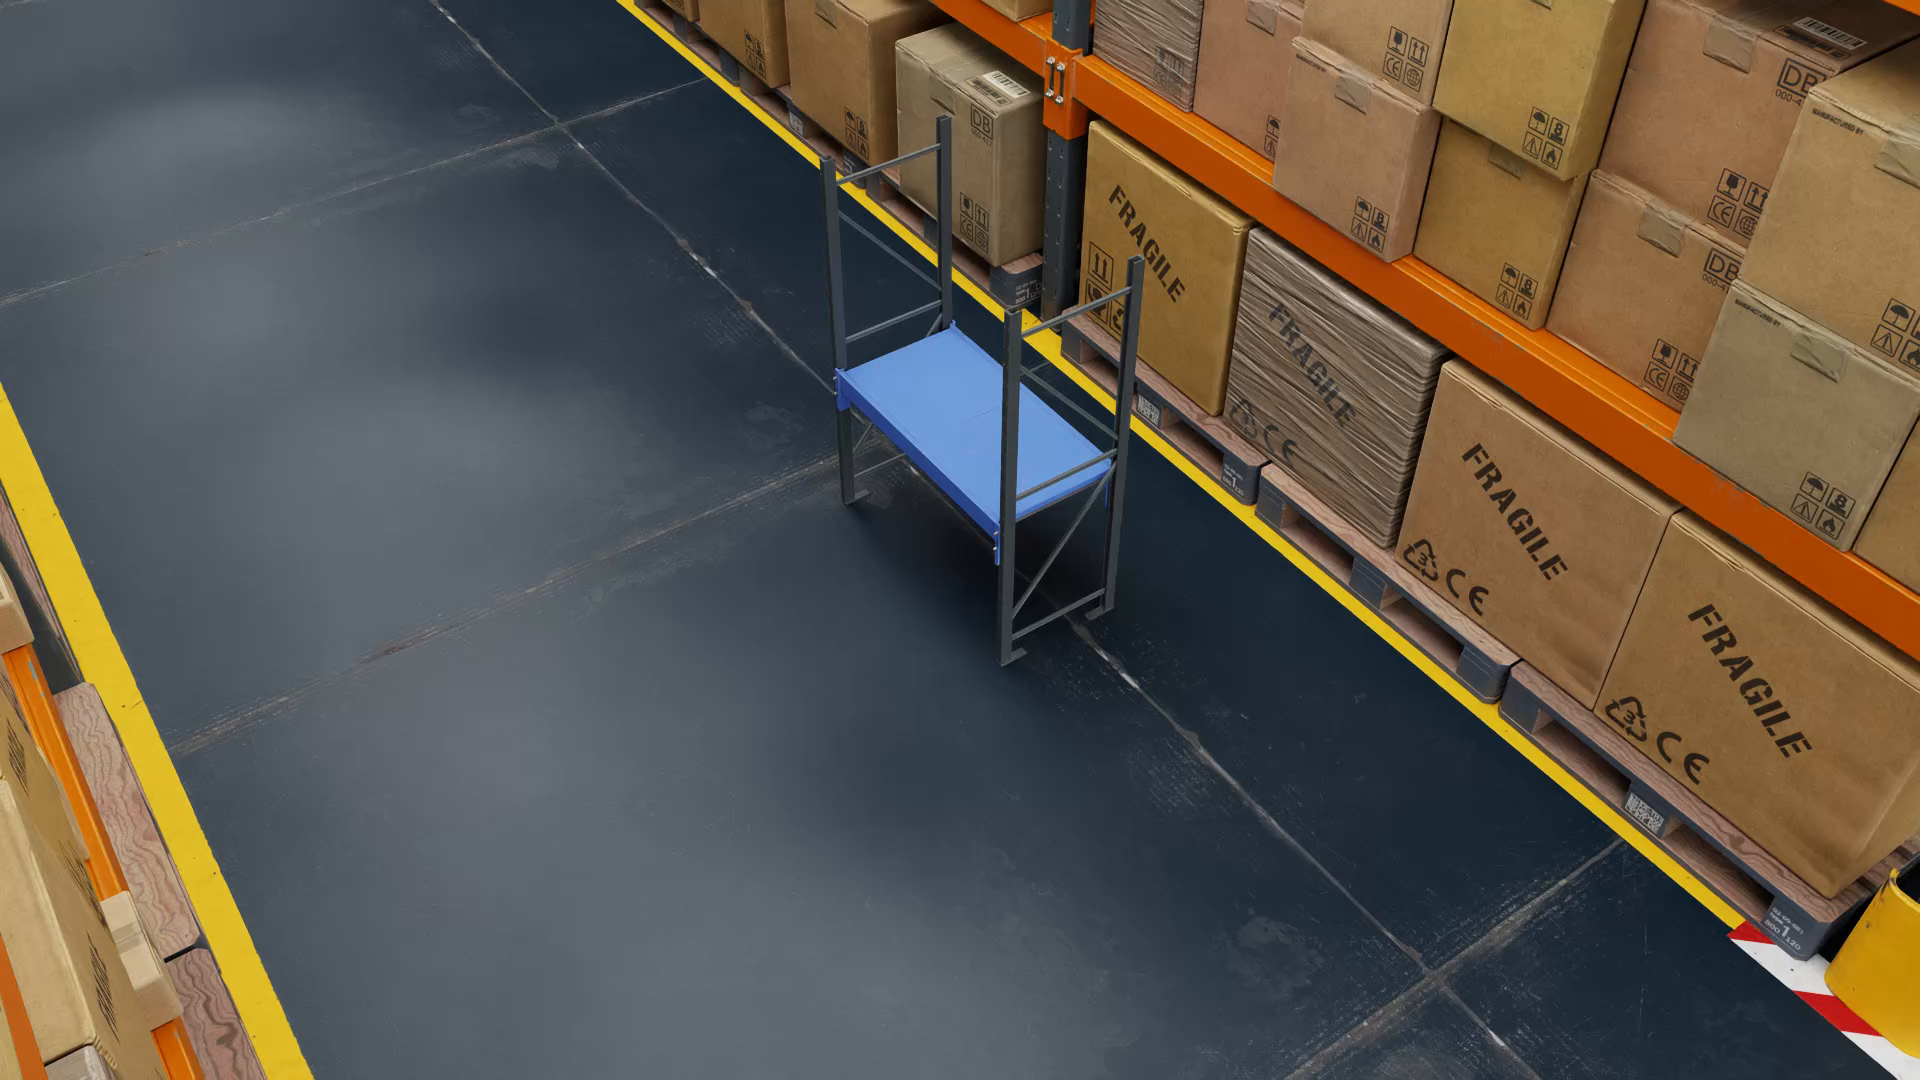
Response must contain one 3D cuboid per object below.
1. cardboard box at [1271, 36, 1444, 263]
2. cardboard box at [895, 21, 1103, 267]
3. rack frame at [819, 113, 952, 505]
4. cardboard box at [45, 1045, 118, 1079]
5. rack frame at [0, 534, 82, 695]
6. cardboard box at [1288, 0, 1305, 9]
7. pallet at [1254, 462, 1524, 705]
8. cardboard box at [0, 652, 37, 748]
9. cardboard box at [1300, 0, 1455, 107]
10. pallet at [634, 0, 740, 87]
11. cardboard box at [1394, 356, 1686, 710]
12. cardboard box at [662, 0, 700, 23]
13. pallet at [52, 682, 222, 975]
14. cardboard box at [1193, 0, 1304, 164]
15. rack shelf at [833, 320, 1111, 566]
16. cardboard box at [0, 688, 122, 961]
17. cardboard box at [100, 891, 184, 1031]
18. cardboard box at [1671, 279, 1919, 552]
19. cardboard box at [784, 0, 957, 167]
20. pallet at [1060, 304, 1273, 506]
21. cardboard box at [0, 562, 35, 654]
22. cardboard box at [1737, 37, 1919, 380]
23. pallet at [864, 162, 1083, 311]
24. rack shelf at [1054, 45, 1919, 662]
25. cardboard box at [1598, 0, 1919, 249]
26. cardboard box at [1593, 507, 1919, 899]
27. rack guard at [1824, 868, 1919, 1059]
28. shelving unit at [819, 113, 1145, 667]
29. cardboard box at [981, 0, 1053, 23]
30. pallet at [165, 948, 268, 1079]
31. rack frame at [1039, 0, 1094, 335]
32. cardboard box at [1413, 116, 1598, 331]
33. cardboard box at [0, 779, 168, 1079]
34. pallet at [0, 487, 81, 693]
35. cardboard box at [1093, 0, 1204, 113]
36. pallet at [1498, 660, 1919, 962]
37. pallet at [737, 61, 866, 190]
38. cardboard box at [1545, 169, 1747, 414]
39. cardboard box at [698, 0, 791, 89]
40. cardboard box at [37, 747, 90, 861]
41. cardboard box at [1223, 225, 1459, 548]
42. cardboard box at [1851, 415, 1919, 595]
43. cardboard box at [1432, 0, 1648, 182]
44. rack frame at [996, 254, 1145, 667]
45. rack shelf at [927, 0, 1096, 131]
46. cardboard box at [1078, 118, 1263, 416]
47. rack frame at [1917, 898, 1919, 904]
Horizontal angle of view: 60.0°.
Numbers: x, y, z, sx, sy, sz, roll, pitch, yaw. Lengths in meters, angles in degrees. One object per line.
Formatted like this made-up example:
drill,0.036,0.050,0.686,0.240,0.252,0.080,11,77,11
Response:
cardboard box,1.558,-1.399,5.435,0.875,0.550,0.550,-26,49,-24
cardboard box,0.363,-1.858,7.349,1.050,0.750,0.750,-26,49,-25
rack frame,-0.242,-0.782,5.983,0.500,1.500,0.032,-26,49,-24
cardboard box,-1.137,1.039,1.978,0.500,0.500,0.500,-26,49,-24
rack frame,-3.334,-0.302,4.394,1.000,3.000,0.127,-26,49,-24
cardboard box,1.385,-2.161,5.451,0.875,0.550,0.550,-26,49,-24
pallet,1.865,-0.042,6.141,1.003,0.211,1.213,-26,49,-24
cardboard box,-1.995,0.190,2.867,0.500,0.500,0.500,-26,49,-24
cardboard box,1.581,-1.801,5.073,0.875,0.550,0.550,-26,49,-24
pallet,-1.107,-2.985,9.224,1.003,0.211,1.213,-26,49,-24
cardboard box,2.133,-0.177,5.498,0.875,0.875,0.875,-26,50,-25
cardboard box,-1.222,-3.427,8.993,1.050,0.750,0.750,-26,50,-25
pallet,-2.921,1.073,4.973,1.003,0.211,1.213,-26,49,-24
cardboard box,1.346,-1.752,5.804,0.875,0.550,0.550,-26,49,-24
rack shelf,0.049,-0.364,5.806,0.538,0.185,1.000,-26,49,-24
cardboard box,-1.704,0.470,2.573,0.500,0.500,0.500,-26,49,-24
cardboard box,-1.792,0.911,3.306,0.380,0.149,0.250,-26,49,-24
cardboard box,2.498,-0.488,4.480,0.875,0.550,0.550,-26,49,-24
cardboard box,-0.186,-2.406,7.923,1.050,0.750,0.750,-26,49,-24
pallet,1.163,-0.734,6.866,1.003,0.211,1.213,-26,49,-24
cardboard box,-2.506,0.203,4.047,0.380,0.149,0.250,-26,49,-24
cardboard box,2.510,-0.884,4.113,0.875,0.550,0.550,-26,49,-24
pallet,0.289,-1.603,7.776,1.003,0.211,1.213,-26,49,-24
rack shelf,1.936,-0.811,5.448,1.077,0.370,4.000,-26,49,-24
cardboard box,2.301,-1.255,4.502,0.875,0.550,0.550,-26,49,-24
cardboard box,2.638,0.320,4.977,0.875,0.875,0.875,-25,49,-24
rack guard,3.094,0.979,4.862,1.175,0.500,0.348,-26,49,-24
shelving unit,0.049,-0.494,5.682,0.538,1.500,1.048,-26,49,-24
cardboard box,0.274,-2.430,6.551,0.500,0.500,0.500,-26,49,-25
pallet,-2.219,1.765,4.249,1.003,0.211,1.213,-26,49,-24
rack frame,0.792,-2.204,6.387,1.000,3.000,0.127,-26,49,-24
cardboard box,1.944,-1.139,5.162,0.875,0.550,0.500,-26,49,-24
cardboard box,-1.417,0.753,2.277,0.500,0.500,0.500,-26,49,-24
pallet,-3.781,0.266,5.818,1.003,0.211,1.213,-26,49,-24
cardboard box,1.013,-2.054,6.121,0.875,0.550,0.550,-26,49,-24
pallet,2.559,0.648,5.418,1.003,0.211,1.213,-26,49,-24
pallet,-0.413,-2.294,8.500,1.003,0.211,1.213,-26,49,-24
cardboard box,2.281,-0.855,4.865,0.875,0.550,0.550,-26,49,-24
cardboard box,-0.719,-2.933,8.476,1.050,0.750,0.750,-25,49,-24
cardboard box,-2.124,0.650,3.579,0.380,0.149,0.250,-26,49,-24
cardboard box,1.613,-0.695,6.040,0.875,0.875,0.875,-25,49,-24
cardboard box,2.831,-0.185,4.163,0.875,0.550,0.550,-26,49,-24
cardboard box,1.891,-1.504,4.762,0.875,0.550,0.500,-26,49,-24
rack frame,0.340,-0.206,5.380,0.500,1.500,0.032,-26,49,-24
rack shelf,-0.352,-3.077,7.821,1.077,0.370,4.000,-26,49,-24
cardboard box,1.094,-1.204,6.573,0.875,0.875,0.875,-25,49,-24
rack frame,3.080,0.061,4.013,1.000,3.000,0.127,-26,49,-24
